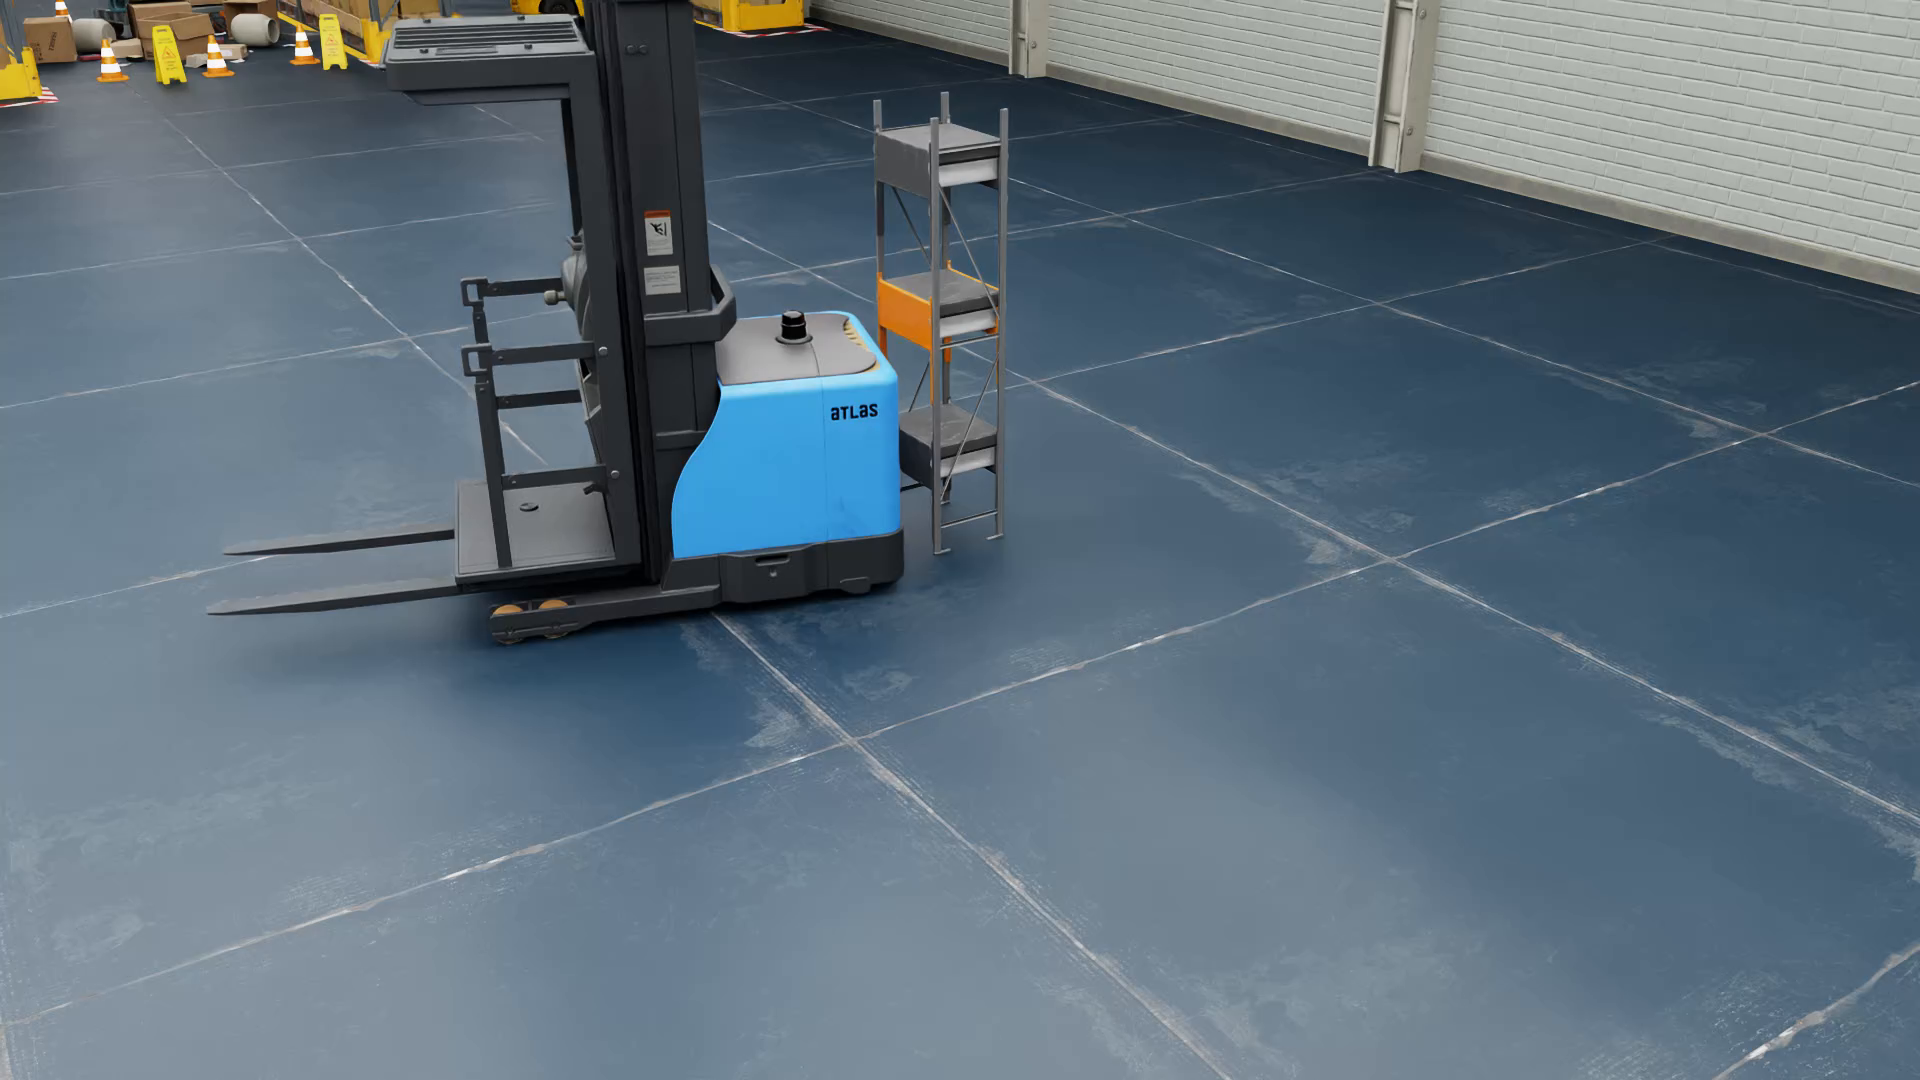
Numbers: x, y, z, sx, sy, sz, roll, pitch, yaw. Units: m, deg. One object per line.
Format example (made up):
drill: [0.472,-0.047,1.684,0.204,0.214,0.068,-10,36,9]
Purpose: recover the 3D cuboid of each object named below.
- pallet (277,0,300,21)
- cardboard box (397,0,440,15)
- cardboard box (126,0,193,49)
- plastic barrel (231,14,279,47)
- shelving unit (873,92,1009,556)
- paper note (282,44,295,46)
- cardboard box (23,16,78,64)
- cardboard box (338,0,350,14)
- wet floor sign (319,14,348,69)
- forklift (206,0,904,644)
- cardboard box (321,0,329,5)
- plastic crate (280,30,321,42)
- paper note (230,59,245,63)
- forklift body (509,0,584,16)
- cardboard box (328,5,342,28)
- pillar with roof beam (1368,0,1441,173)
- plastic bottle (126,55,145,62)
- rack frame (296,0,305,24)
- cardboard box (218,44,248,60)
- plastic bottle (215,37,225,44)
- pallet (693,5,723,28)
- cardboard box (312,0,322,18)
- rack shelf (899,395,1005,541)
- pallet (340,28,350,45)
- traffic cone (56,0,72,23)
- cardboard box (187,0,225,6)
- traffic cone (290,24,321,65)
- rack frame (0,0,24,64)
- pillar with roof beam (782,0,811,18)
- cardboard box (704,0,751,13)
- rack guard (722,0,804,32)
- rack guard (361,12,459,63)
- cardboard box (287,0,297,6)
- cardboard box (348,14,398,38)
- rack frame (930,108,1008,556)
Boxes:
pallet: [-9.586,-8.004,24.958,1.003,0.211,1.213,-16,29,-30]
cardboard box: [-7.199,-7.203,21.845,0.500,0.500,0.500,-17,30,-31]
cardboard box: [-10.574,-6.860,22.032,0.797,0.637,0.503,-16,29,-30]
plastic barrel: [-9.373,-6.777,22.110,0.512,0.421,0.421,3,25,6]
shelving unit: [-0.090,-1.009,7.927,0.431,2.100,0.503,-16,29,-30]
paper note: [-8.970,-6.633,22.264,0.148,0.019,0.142,18,31,33]
cardboard box: [-11.545,-6.352,21.117,0.500,0.500,0.500,-10,27,-21]
cardboard box: [-7.920,-7.253,21.952,0.500,0.500,0.500,-14,29,-28]
wet floor sign: [-7.769,-6.174,20.573,0.267,0.644,0.232,-6,26,-12]
forklift: [-1.836,-1.121,7.191,3.031,2.935,1.130,-7,26,-14]
cardboard box: [-8.480,-7.624,22.737,0.500,0.500,0.500,-14,29,-27]
plastic crate: [-8.990,-6.914,22.802,0.583,0.080,0.402,18,31,33]
paper note: [-9.160,-6.088,21.110,0.142,0.019,0.148,18,31,33]
forklift body: [-5.383,-8.584,23.913,2.313,2.155,1.214,-16,29,-30]
cardboard box: [-8.210,-7.102,22.510,0.500,0.250,0.500,-17,30,-31]
pillar with roof beam: [0.499,-6.591,11.670,9.100,9.000,0.400,-16,29,-30]
plastic bottle: [-10.510,-6.128,21.158,0.283,0.061,0.133,18,31,33]
rack frame: [-9.160,-8.987,23.773,1.000,3.000,0.127,-16,29,-30]
cardboard box: [-9.384,-6.265,21.347,0.380,0.149,0.250,-1,25,-3]
plastic bottle: [-10.027,-6.759,22.497,0.133,0.061,0.283,-10,27,-21]
pallet: [-3.272,-7.717,24.350,1.003,0.211,1.213,-16,29,-30]
cardboard box: [-8.763,-7.471,23.291,0.500,0.250,0.500,-14,29,-27]
rack shelf: [-0.090,-0.363,8.232,0.431,0.518,0.480,-16,29,-30]
pallet: [-8.094,-7.057,22.952,1.003,0.211,1.213,-16,29,-30]
traffic cone: [-12.719,-7.482,23.556,0.336,0.463,0.334,-16,29,-30]
cardboard box: [-10.635,-7.773,23.244,0.500,0.500,0.500,-16,29,-30]
traffic cone: [-8.292,-6.262,20.973,0.336,0.463,0.334,-16,29,-30]
rack frame: [-11.069,-6.367,18.222,1.000,3.000,0.127,-16,29,-30]
pillar with roof beam: [-6.052,-10.883,20.762,9.100,9.000,0.400,-16,29,-30]
cardboard box: [-3.341,-7.755,23.893,0.500,0.250,0.500,-15,29,-29]
rack guard: [-2.807,-7.575,23.711,1.175,0.500,0.348,-16,29,-30]
rack guard: [-7.018,-6.453,21.334,1.175,0.500,0.348,-16,29,-30]
cardboard box: [-9.448,-8.176,24.641,0.950,0.372,0.625,-15,29,-29]
cardboard box: [-7.656,-6.738,21.738,0.500,0.250,0.500,-16,29,-30]
rack frame: [0.043,-0.921,7.742,0.400,2.100,0.015,-16,29,-30]
